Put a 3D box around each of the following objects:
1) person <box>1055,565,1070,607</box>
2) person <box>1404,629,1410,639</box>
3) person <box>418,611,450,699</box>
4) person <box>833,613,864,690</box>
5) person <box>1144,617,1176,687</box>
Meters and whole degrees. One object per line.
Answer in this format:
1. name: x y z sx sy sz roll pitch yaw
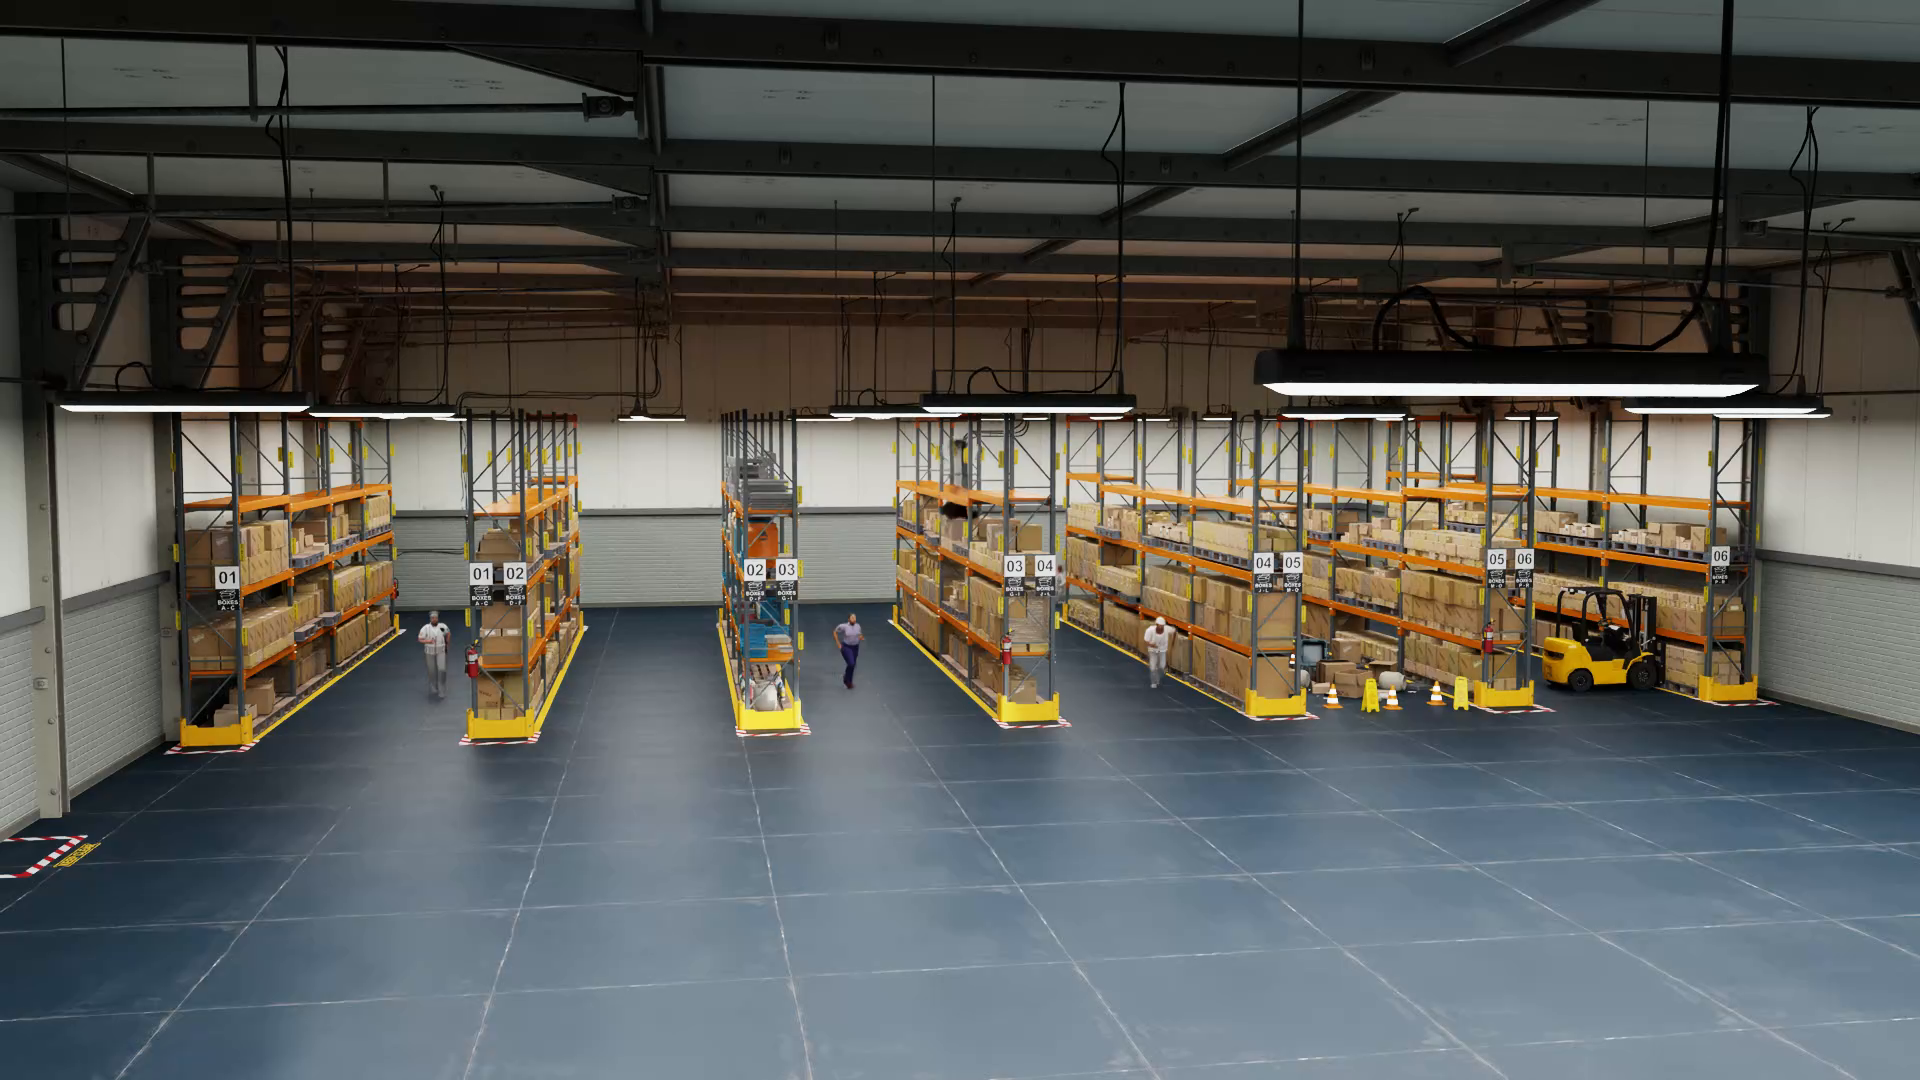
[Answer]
1. person: 2.975 1.516 49.440 0.725 1.584 0.578 -2 4 -27
2. person: 11.398 1.973 41.865 0.579 1.692 0.846 -1 4 -7
3. person: -11.050 2.397 34.992 0.645 1.843 0.802 -1 4 -18
4. person: -2.373 2.421 35.939 0.608 1.710 0.783 -3 5 -36
5. person: 4.321 2.423 35.868 0.738 1.592 0.861 0 4 -4
